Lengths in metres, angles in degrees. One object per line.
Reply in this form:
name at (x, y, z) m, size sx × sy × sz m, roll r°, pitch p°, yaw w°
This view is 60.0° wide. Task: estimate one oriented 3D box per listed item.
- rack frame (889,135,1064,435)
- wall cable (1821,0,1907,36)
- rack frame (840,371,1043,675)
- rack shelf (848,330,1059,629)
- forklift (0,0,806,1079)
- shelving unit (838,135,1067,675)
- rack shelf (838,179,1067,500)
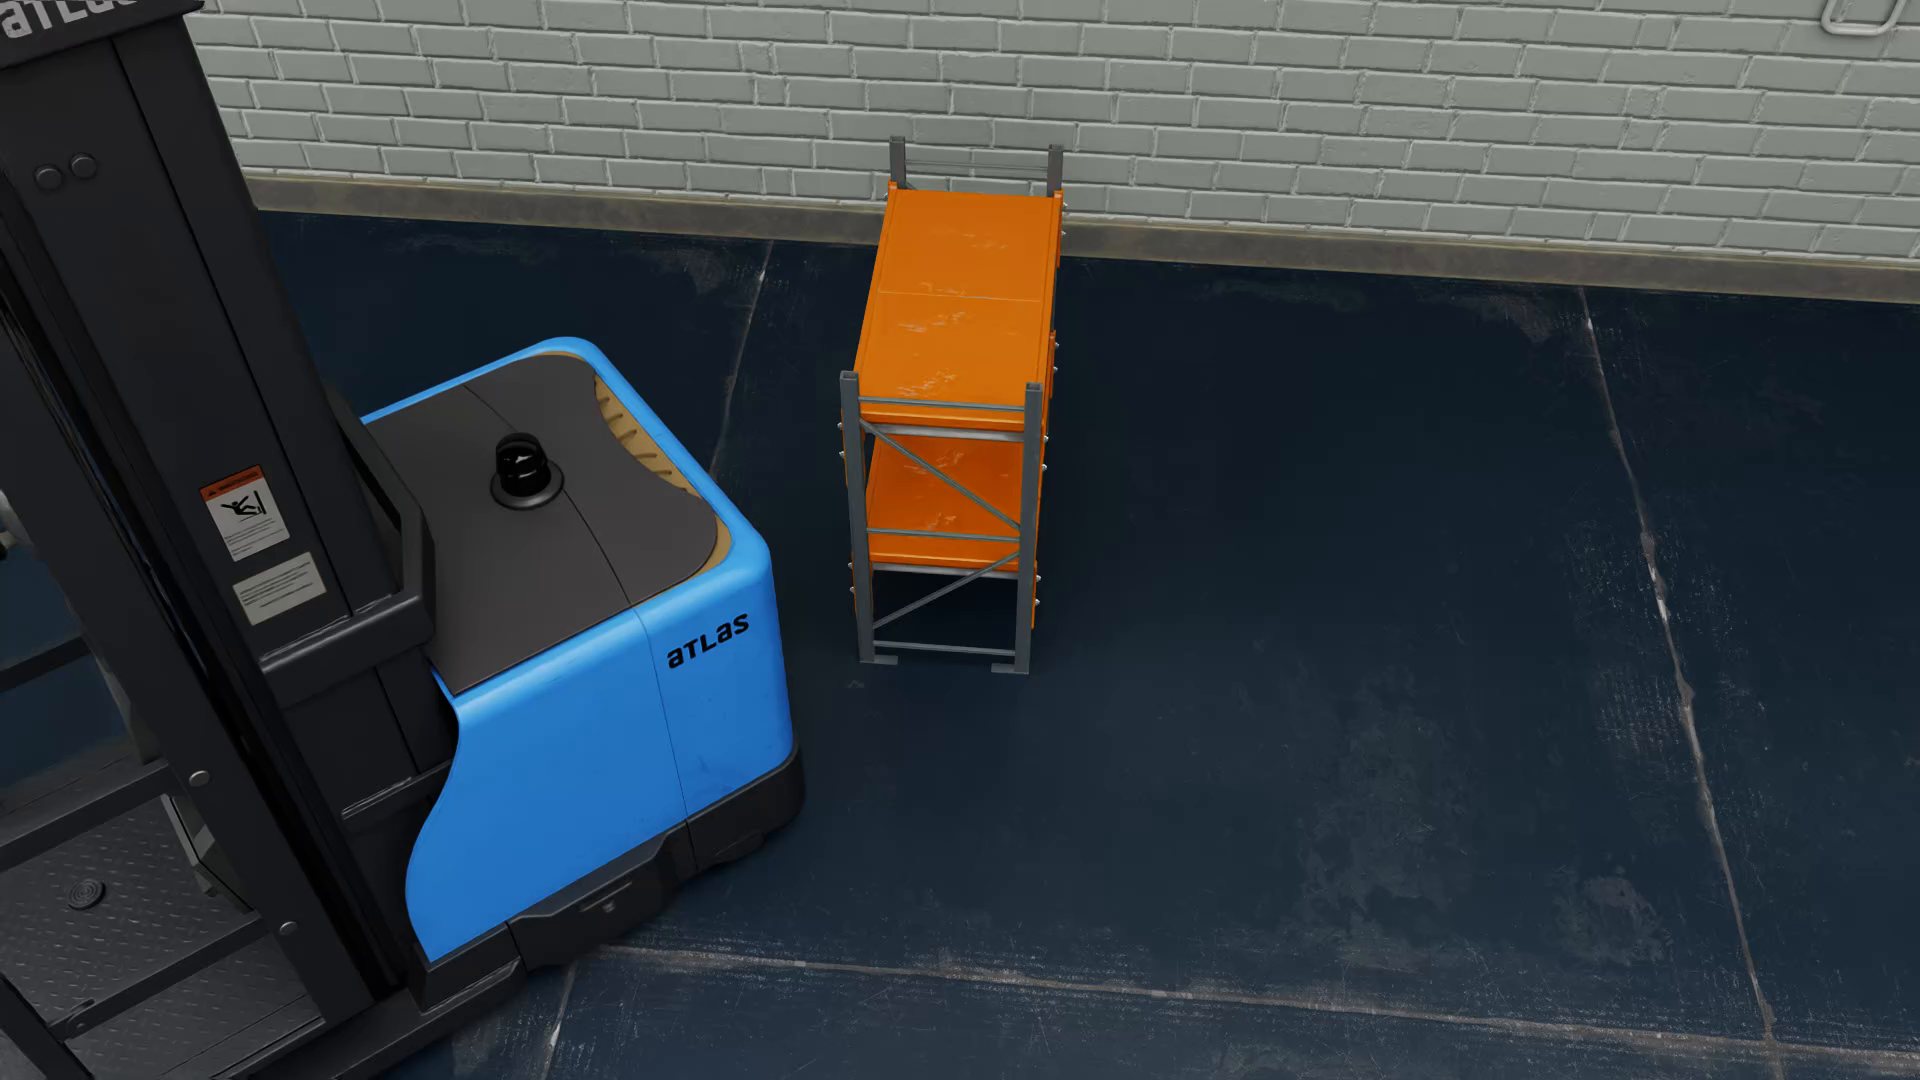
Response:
rack frame at (0.047, -0.758, 5.181) m, size 0.500 × 1.125 × 0.032 m, roll 4°, pitch 48°, yaw 4°
wall cable at (2.698, -2.249, 4.564) m, size 0.585 × 1.953 × 0.123 m, roll 4°, pitch 48°, yaw 4°
rack frame at (-0.046, -0.011, 4.498) m, size 0.500 × 1.125 × 0.032 m, roll 4°, pitch 48°, yaw 4°
rack shelf at (0.001, -0.220, 5.020) m, size 0.538 × 0.278 × 1.000 m, roll 4°, pitch 48°, yaw 4°
forklift at (-1.914, 0.107, 3.166) m, size 3.031 × 2.935 × 1.130 m, roll -28°, pitch 53°, yaw -23°
shelving unit at (0.001, -0.385, 4.839) m, size 0.538 × 1.125 × 1.048 m, roll 4°, pitch 48°, yaw 4°
rack shelf at (0.001, -0.582, 4.623) m, size 0.538 × 0.278 × 1.000 m, roll 4°, pitch 48°, yaw 4°
